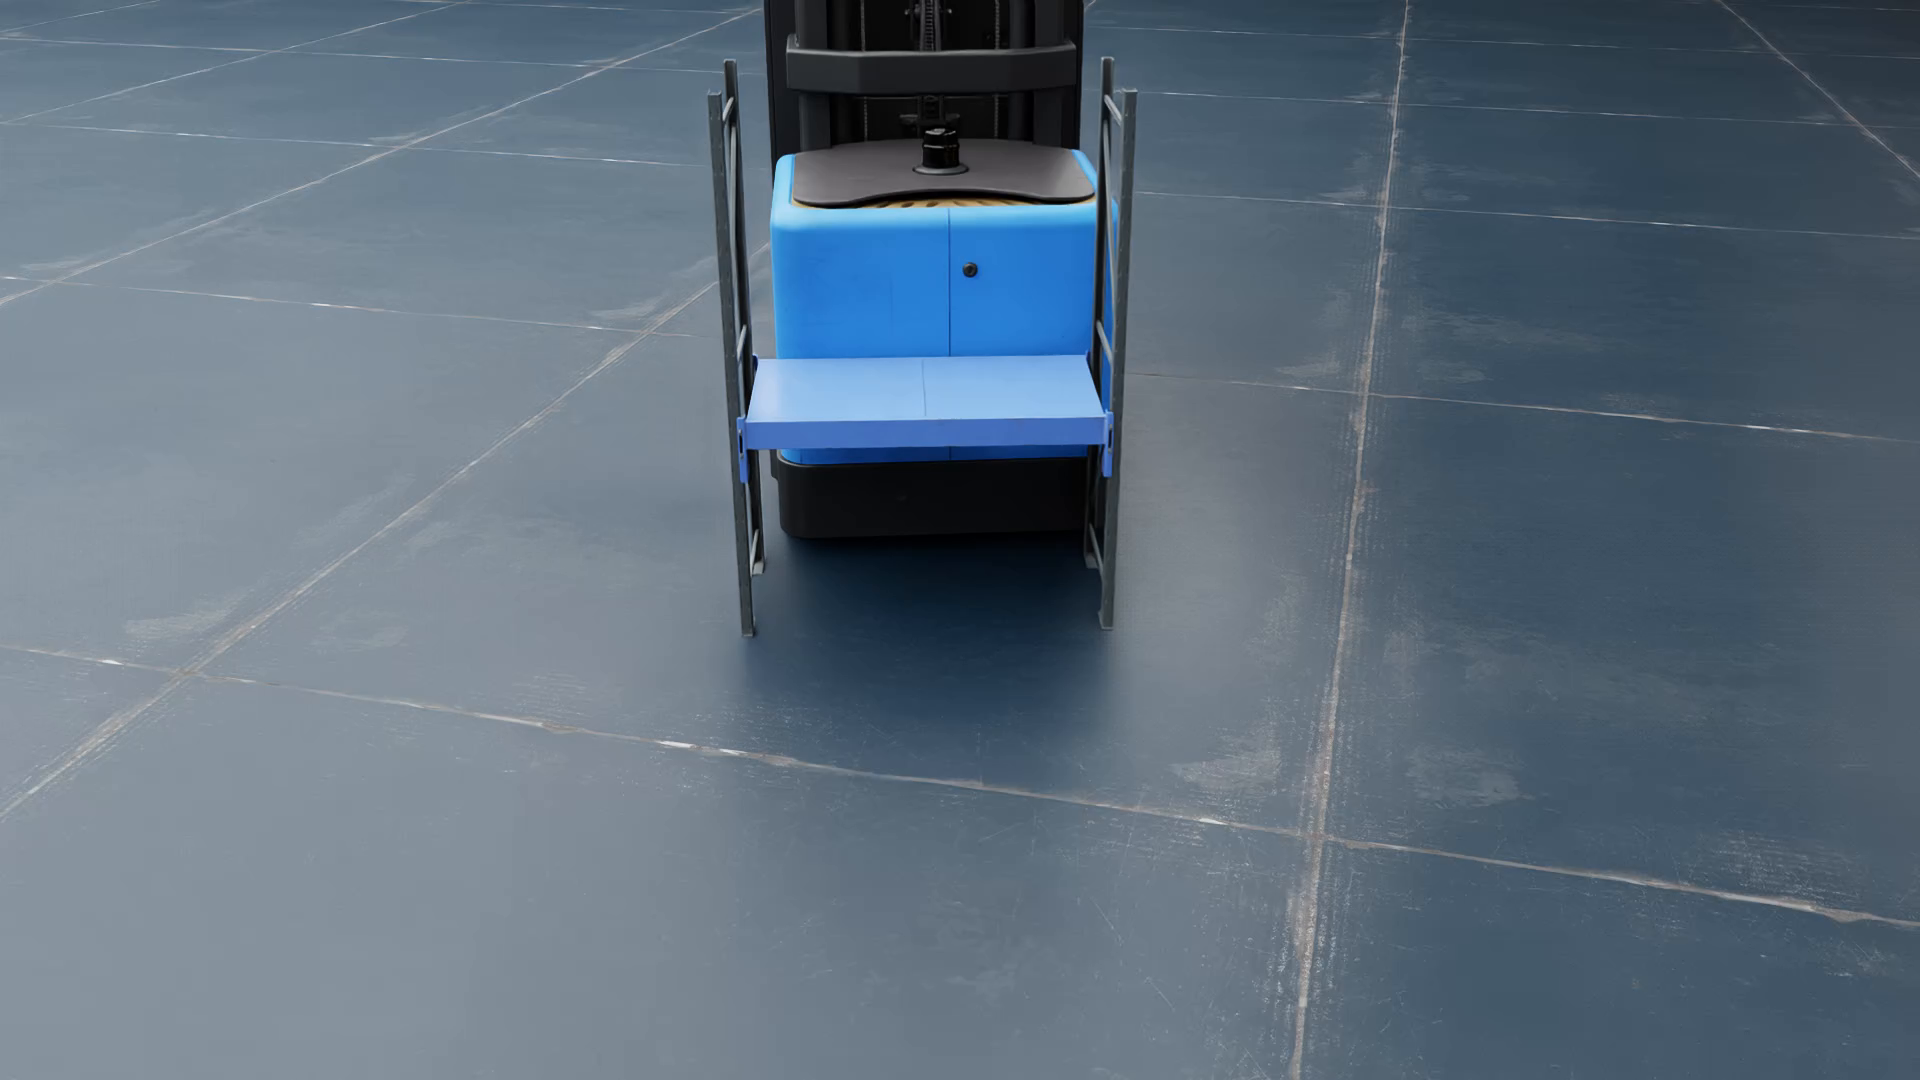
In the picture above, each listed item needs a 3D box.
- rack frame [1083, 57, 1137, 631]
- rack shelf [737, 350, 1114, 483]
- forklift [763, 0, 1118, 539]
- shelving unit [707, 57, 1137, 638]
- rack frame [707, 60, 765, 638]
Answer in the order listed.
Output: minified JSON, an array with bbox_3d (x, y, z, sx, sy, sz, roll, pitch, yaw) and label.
[{"bbox_3d":[0.408,-0.526,4.611,0.032,1.500,0.500,-1,25,-2],"label":"rack frame"},{"bbox_3d":[-0.100,-0.355,4.670,1.000,0.185,0.538,-1,25,-2],"label":"rack shelf"},{"bbox_3d":[-0.142,-1.925,5.883,1.130,2.935,3.031,-2,26,-4],"label":"forklift"},{"bbox_3d":[-0.100,-0.518,4.592,1.048,1.500,0.538,-1,25,-2],"label":"shelving unit"},{"bbox_3d":[-0.608,-0.509,4.574,0.032,1.500,0.500,-1,25,-2],"label":"rack frame"}]
